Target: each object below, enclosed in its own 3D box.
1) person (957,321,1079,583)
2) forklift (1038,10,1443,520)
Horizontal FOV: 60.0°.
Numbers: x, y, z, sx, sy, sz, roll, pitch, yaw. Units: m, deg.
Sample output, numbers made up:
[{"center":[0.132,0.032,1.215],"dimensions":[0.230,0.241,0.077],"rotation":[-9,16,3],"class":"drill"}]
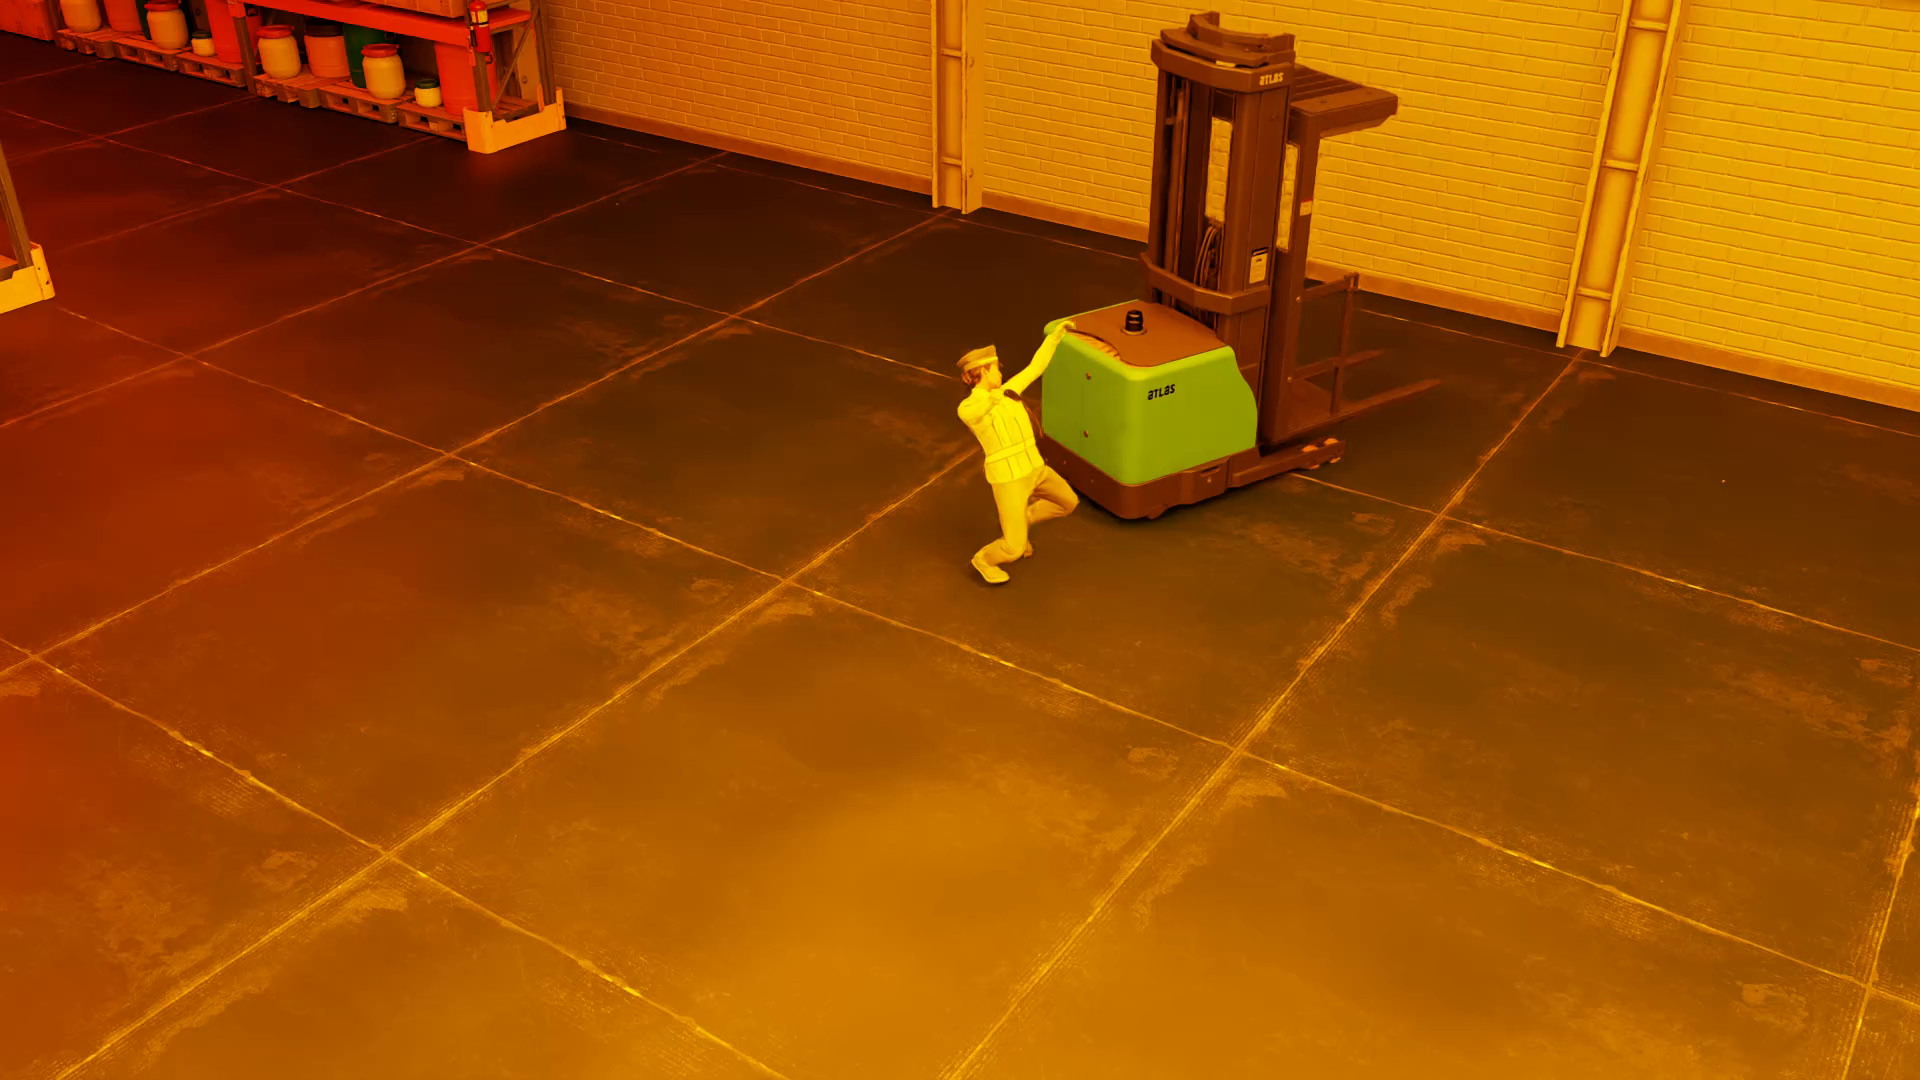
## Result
[{"center":[0.226,-0.481,9.762],"dimensions":[0.724,1.553,0.907],"rotation":[19,35,29],"class":"person"},{"center":[2.045,-1.950,10.939],"dimensions":[3.031,2.935,1.130],"rotation":[-18,35,-28],"class":"forklift"}]
